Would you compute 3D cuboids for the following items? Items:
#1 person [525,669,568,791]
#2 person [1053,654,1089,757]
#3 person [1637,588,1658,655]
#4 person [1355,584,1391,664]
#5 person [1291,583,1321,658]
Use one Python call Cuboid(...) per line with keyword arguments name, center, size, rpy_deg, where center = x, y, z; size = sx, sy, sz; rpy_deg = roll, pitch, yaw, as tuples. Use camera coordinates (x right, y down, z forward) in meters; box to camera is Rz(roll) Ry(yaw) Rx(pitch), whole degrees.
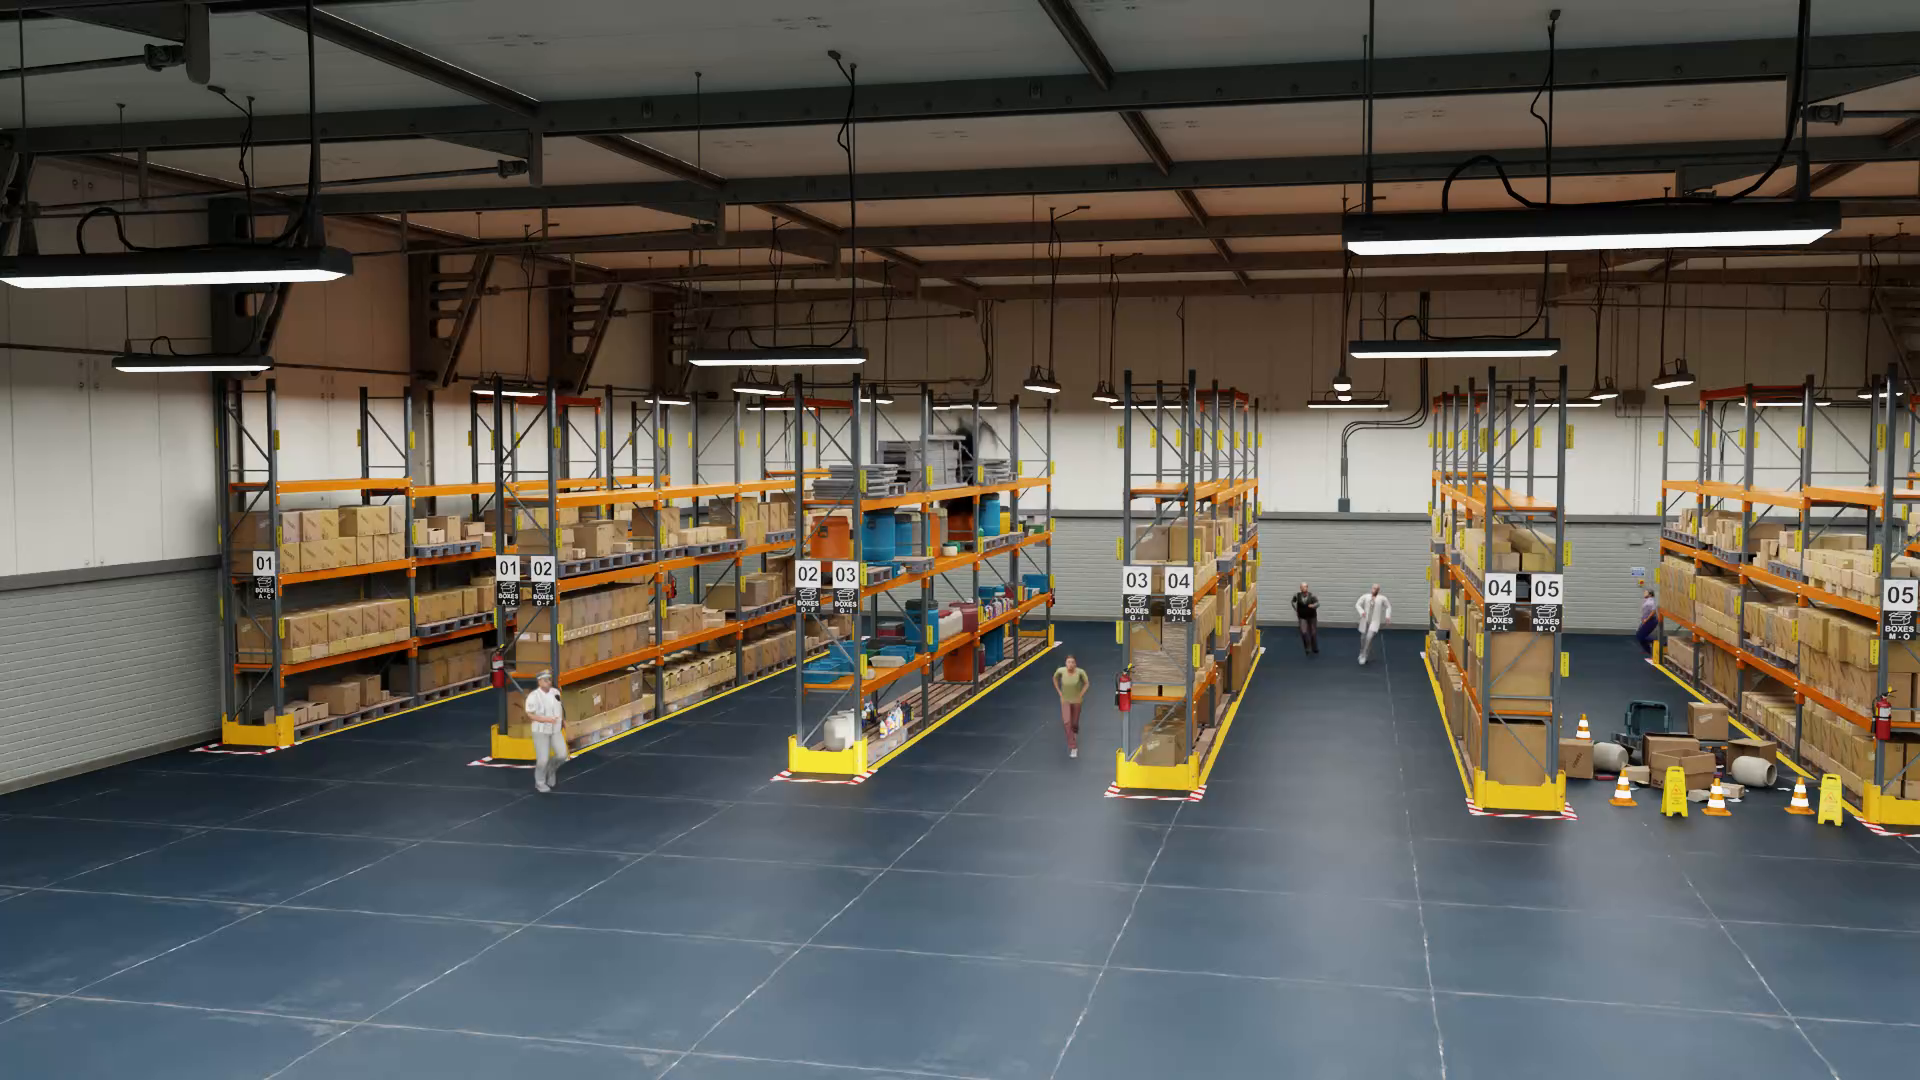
Cuboid(name="person", center=(-5.839, 2.707, 23.636), size=(0.651, 1.743, 0.607), rpy_deg=(-3, 5, -43))
Cuboid(name="person", center=(1.786, 2.620, 26.669), size=(0.584, 1.659, 0.884), rpy_deg=(1, 3, 9))
Cuboid(name="person", center=(16.017, 1.912, 38.537), size=(0.552, 1.570, 0.647), rpy_deg=(1, 4, 22))
Cuboid(name="person", center=(9.233, 1.861, 37.297), size=(0.761, 1.763, 0.982), rpy_deg=(2, 4, 26))
Cuboid(name="person", center=(8.031, 1.848, 38.594), size=(0.656, 1.746, 0.761), rpy_deg=(0, 3, 6))
